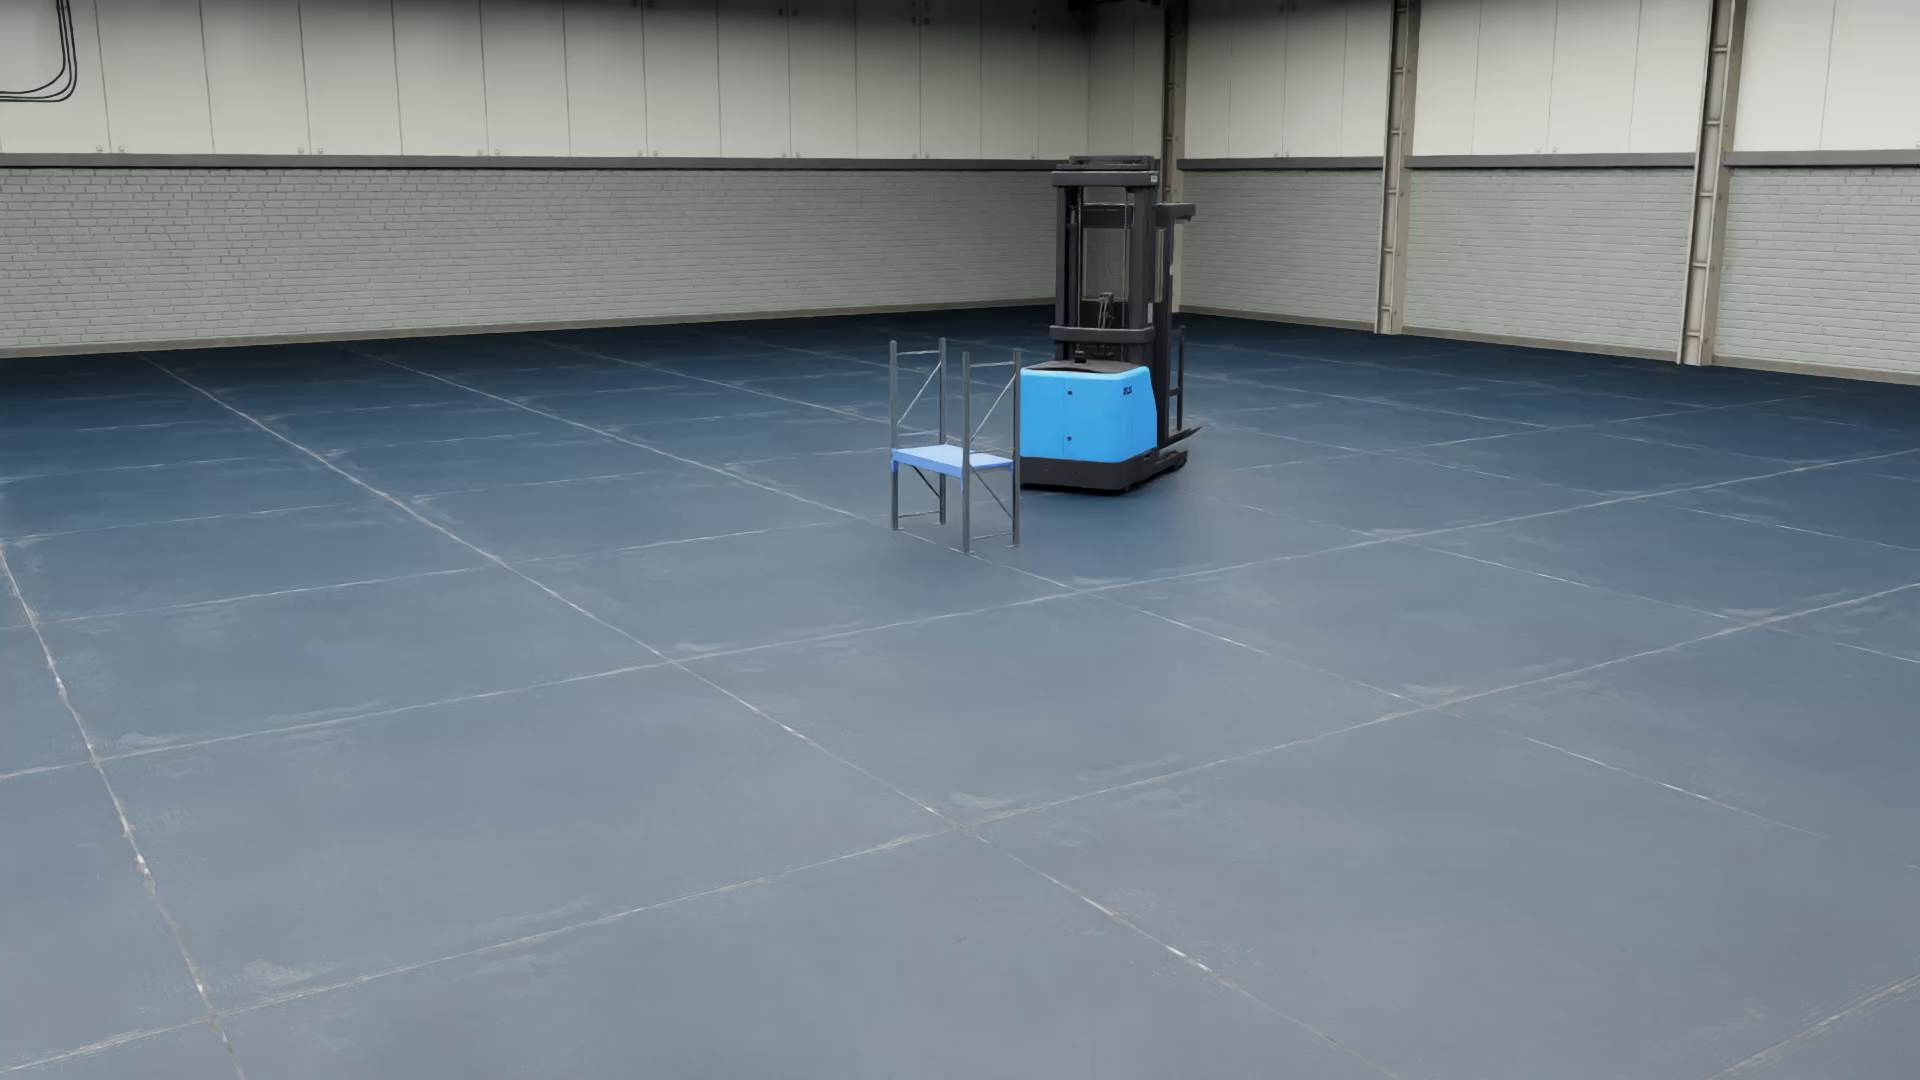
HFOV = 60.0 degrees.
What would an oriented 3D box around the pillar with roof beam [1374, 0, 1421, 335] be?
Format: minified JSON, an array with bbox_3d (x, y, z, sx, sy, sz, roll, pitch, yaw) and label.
[{"bbox_3d":[4.081,-7.583,26.474,9.100,9.000,0.400,-8,15,-33],"label":"pillar with roof beam"}]

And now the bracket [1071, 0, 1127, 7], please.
[{"bbox_3d":[2.829,-11.266,34.892,0.076,0.066,3.189,-8,15,-33],"label":"bracket"}]

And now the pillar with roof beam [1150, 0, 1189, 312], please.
[{"bbox_3d":[0.757,-8.650,31.354,9.100,9.000,0.548,-8,15,-33],"label":"pillar with roof beam"}]

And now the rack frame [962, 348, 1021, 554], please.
[{"bbox_3d":[0.234,-0.657,12.357,0.500,1.500,0.032,-8,15,-33],"label":"rack frame"}]

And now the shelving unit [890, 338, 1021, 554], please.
[{"bbox_3d":[-0.047,-0.748,12.771,0.538,1.500,1.048,-8,15,-33],"label":"shelving unit"}]

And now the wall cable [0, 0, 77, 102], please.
[{"bbox_3d":[-14.502,-8.894,24.508,2.305,6.003,0.169,-8,15,-33],"label":"wall cable"}]

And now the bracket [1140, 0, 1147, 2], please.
[{"bbox_3d":[3.815,-10.950,33.445,0.235,0.232,0.430,-8,15,-33],"label":"bracket"}]

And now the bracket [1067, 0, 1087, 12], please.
[{"bbox_3d":[2.502,-11.372,35.372,0.235,0.232,0.430,-8,15,-33],"label":"bracket"}]

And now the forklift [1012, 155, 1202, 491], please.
[{"bbox_3d":[1.552,-2.133,15.755,1.130,2.935,3.031,6,14,25],"label":"forklift"}]

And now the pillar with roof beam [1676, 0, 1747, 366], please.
[{"bbox_3d":[7.405,-6.516,21.595,9.100,9.000,0.400,-8,15,-33],"label":"pillar with roof beam"}]

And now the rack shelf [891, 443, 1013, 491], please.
[{"bbox_3d":[-0.047,-0.572,12.809,0.538,0.185,1.000,-8,15,-33],"label":"rack shelf"}]

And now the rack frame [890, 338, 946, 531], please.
[{"bbox_3d":[-0.329,-0.838,13.184,0.500,1.500,0.032,-8,15,-33],"label":"rack frame"}]
